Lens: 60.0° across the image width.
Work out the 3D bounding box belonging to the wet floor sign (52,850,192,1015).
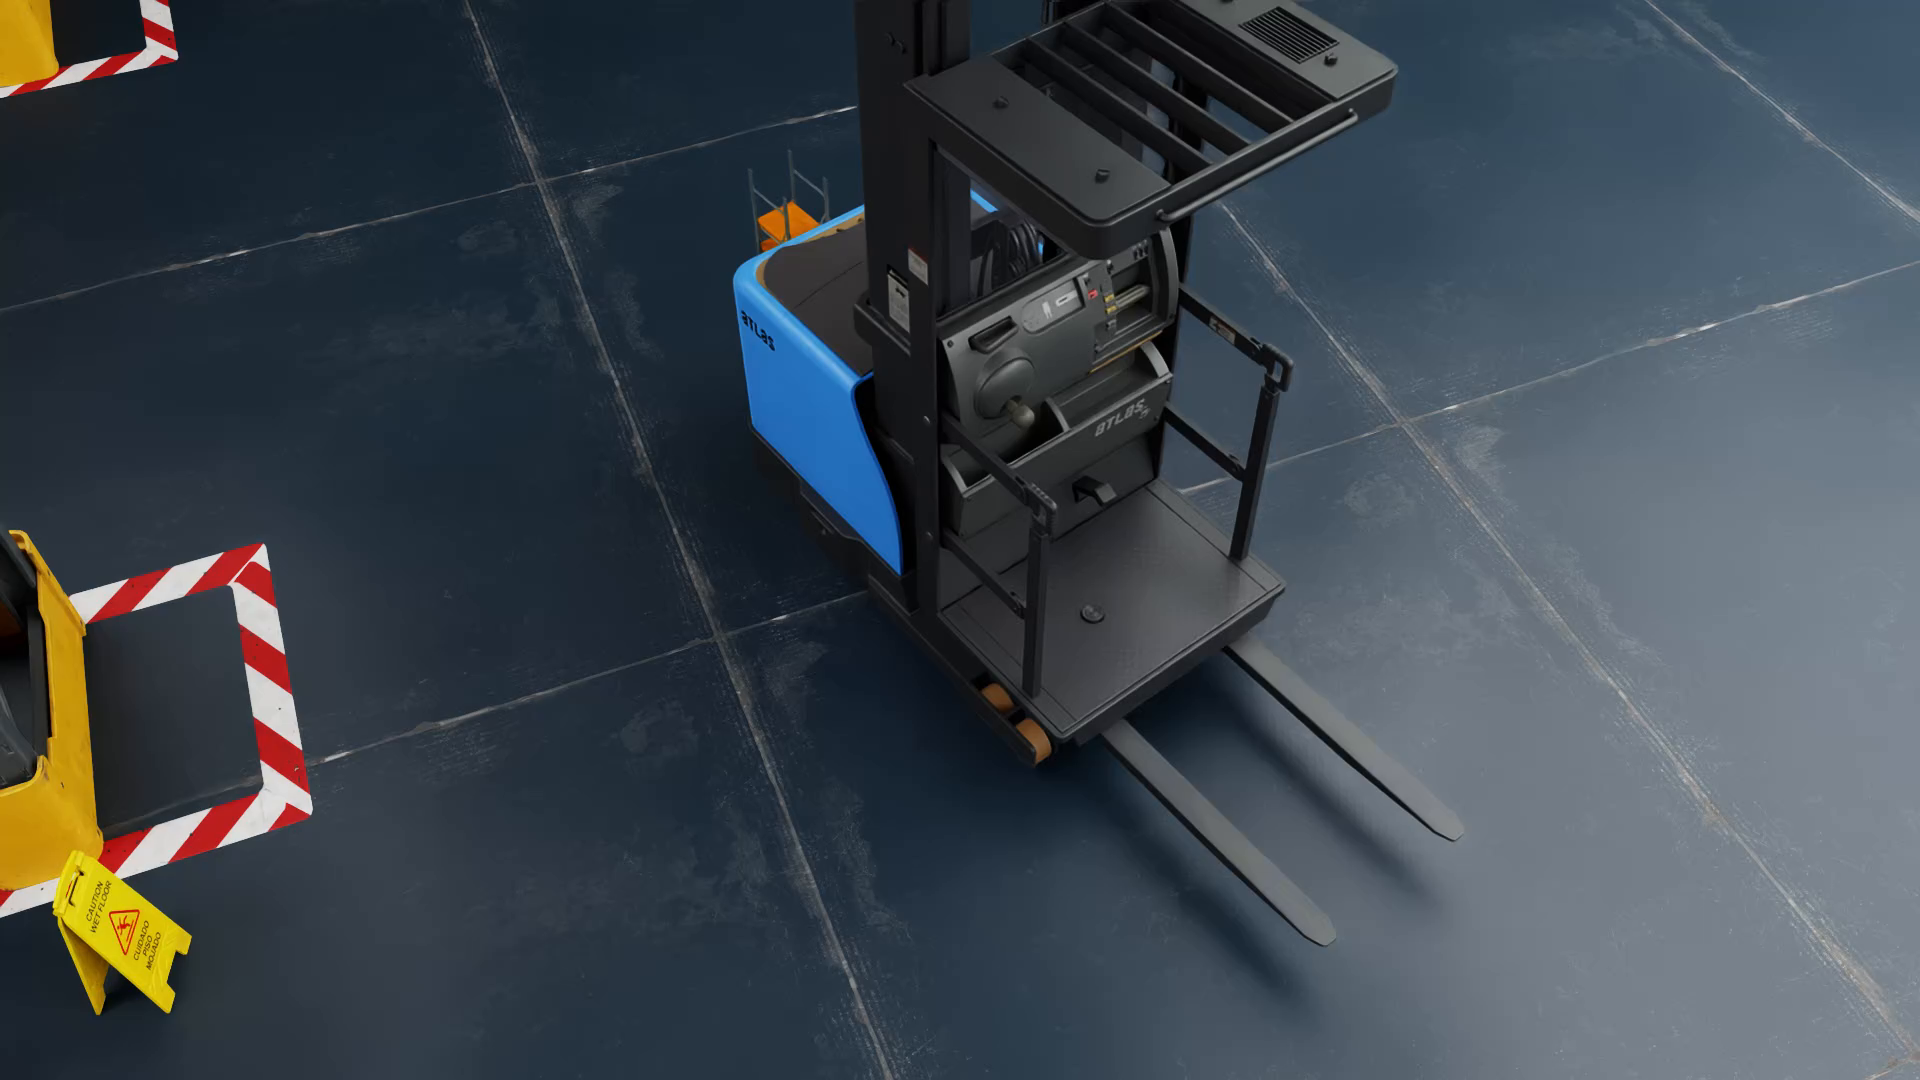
[{"bbox_3d":[-2.637,1.199,5.135,0.232,0.644,0.267,-2,49,-1],"label":"wet floor sign"}]

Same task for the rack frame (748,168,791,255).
[{"bbox_3d":[-0.712,-0.925,6.594,0.006,1.200,0.240,-32,57,-25],"label":"rack frame"}]

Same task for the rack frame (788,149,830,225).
[{"bbox_3d":[-0.572,-1.013,6.670,0.006,1.200,0.240,-32,57,-25],"label":"rack frame"}]

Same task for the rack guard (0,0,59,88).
[{"bbox_3d":[-5.075,-2.942,8.788,0.348,0.500,1.175,-17,52,-14],"label":"rack guard"}]

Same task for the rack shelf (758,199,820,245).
[{"bbox_3d":[-0.642,-1.174,6.392,0.180,0.103,0.258,-32,57,-25],"label":"rack shelf"}]

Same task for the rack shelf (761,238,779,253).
[{"bbox_3d":[-0.642,-1.096,6.484,0.180,0.103,0.258,-32,57,-25],"label":"rack shelf"}]

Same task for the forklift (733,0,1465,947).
[{"bbox_3d":[0.464,-0.592,5.167,1.130,2.935,3.031,-31,56,-24],"label":"forklift"}]

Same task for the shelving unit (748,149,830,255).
[{"bbox_3d":[-0.642,-0.969,6.632,0.189,1.200,0.258,-32,57,-25],"label":"shelving unit"}]

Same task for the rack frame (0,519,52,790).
[{"bbox_3d":[-3.217,-0.265,4.841,0.127,3.000,1.000,-17,52,-14],"label":"rack frame"}]

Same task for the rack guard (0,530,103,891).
[{"bbox_3d":[-3.287,0.572,5.770,0.348,0.500,1.175,-17,52,-14],"label":"rack guard"}]
